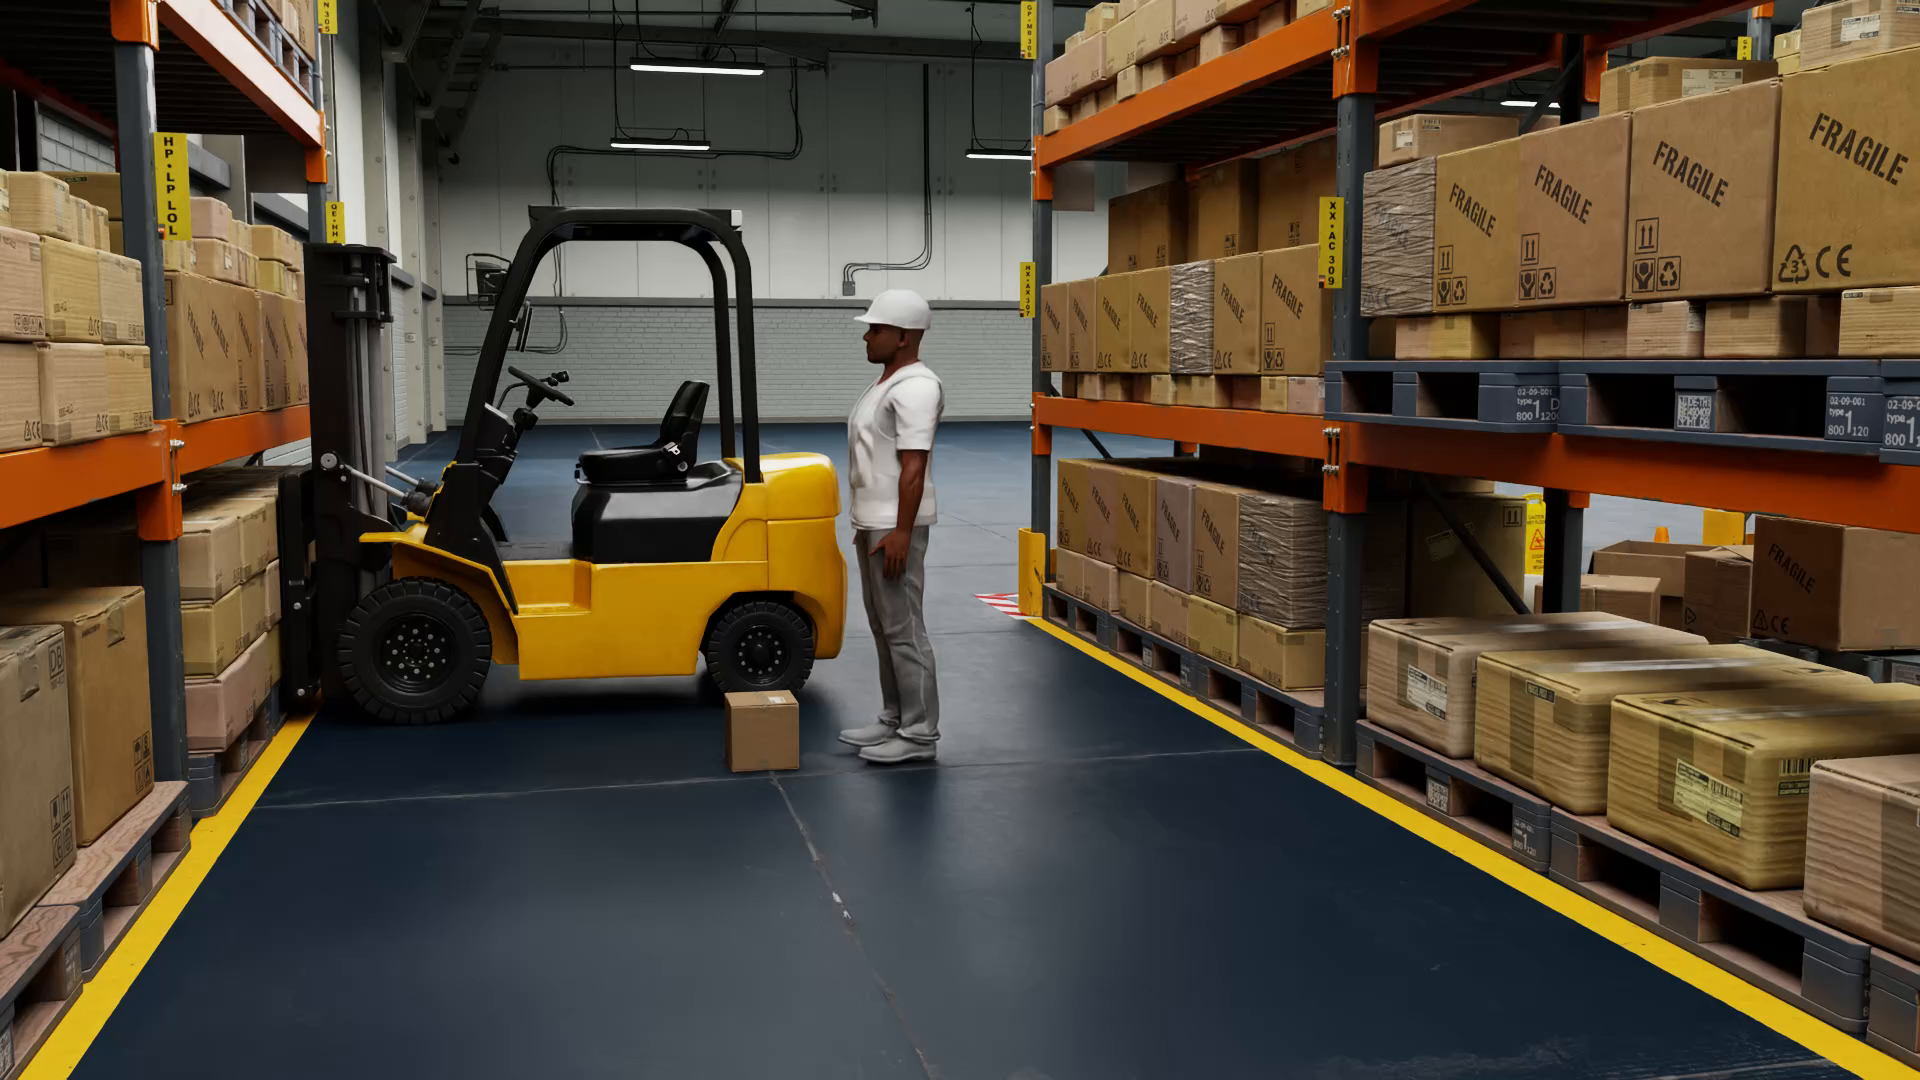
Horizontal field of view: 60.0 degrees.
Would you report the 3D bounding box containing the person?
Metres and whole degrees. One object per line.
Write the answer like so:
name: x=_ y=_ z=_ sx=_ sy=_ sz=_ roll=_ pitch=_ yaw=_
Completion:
person: x=-0.262 y=-0.054 z=6.287 sx=0.364 sy=1.765 sz=0.562 roll=-1 pitch=6 yaw=-13
